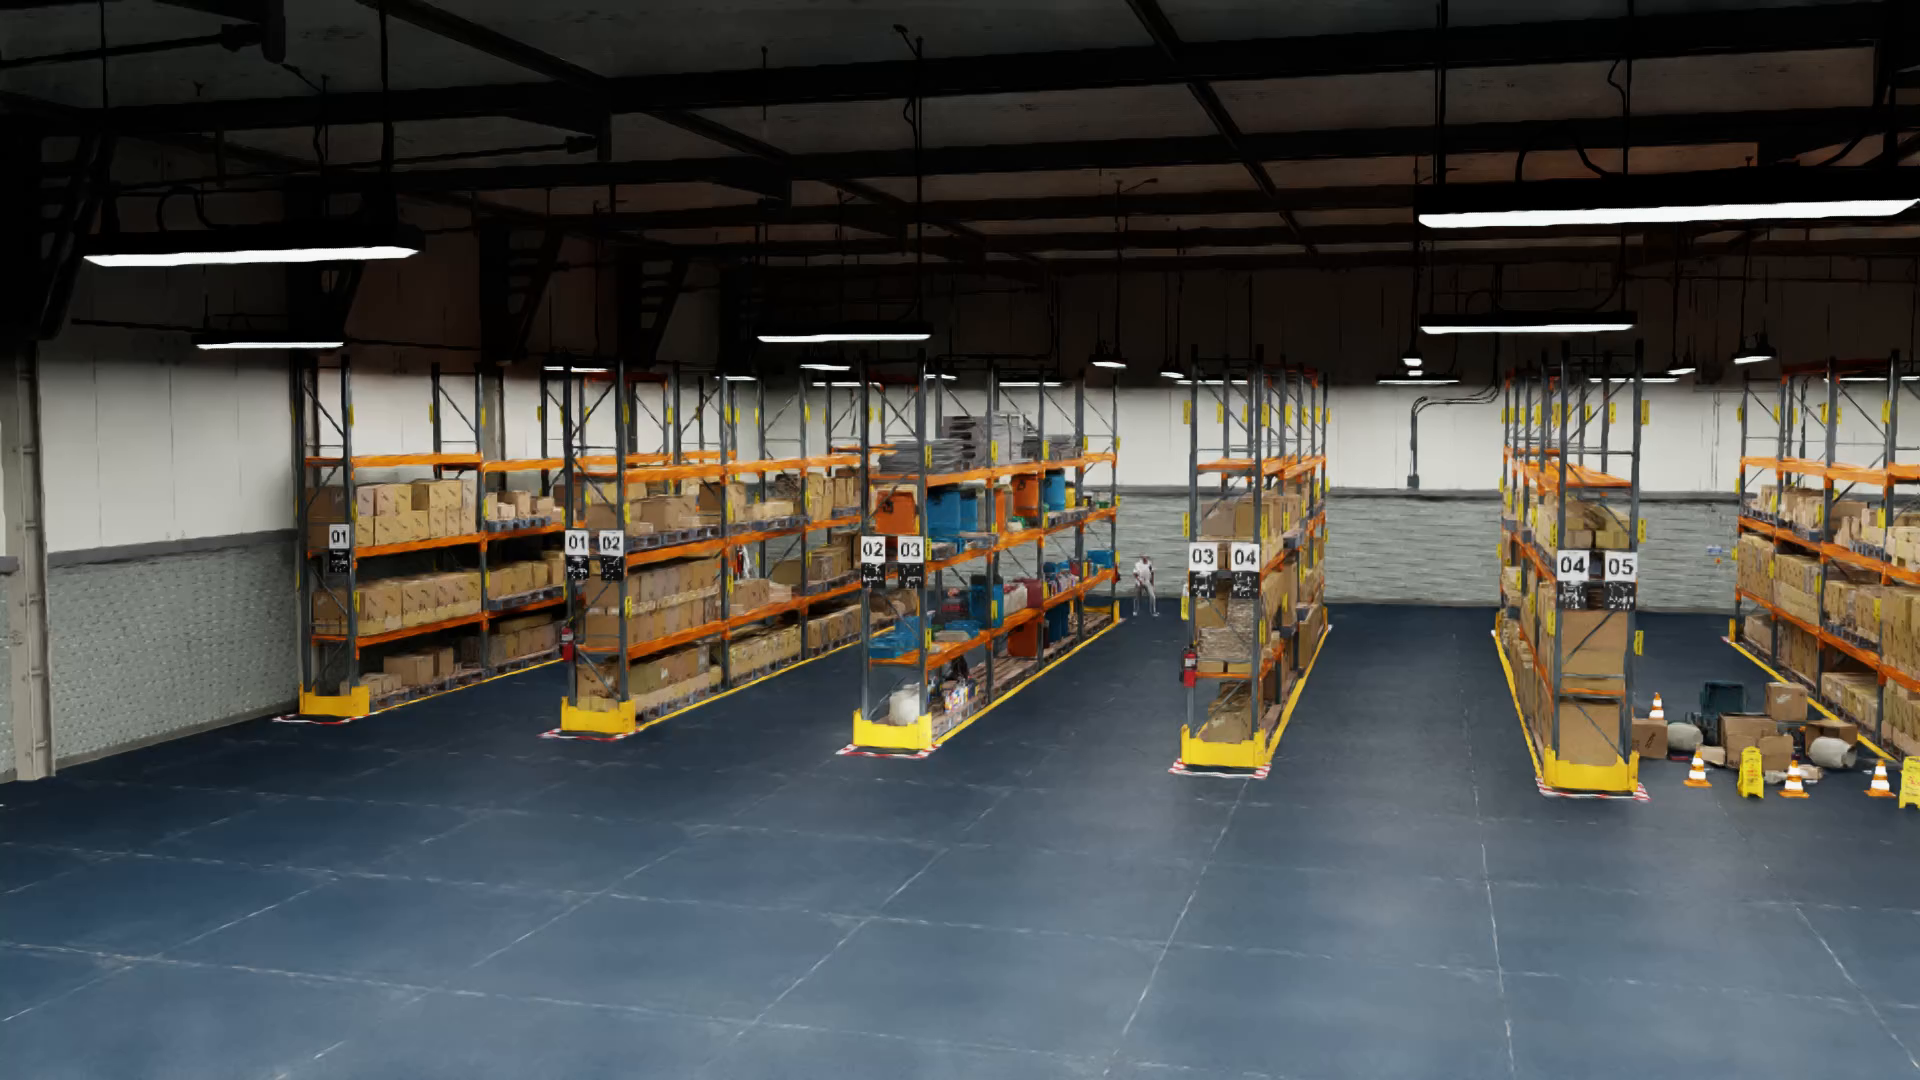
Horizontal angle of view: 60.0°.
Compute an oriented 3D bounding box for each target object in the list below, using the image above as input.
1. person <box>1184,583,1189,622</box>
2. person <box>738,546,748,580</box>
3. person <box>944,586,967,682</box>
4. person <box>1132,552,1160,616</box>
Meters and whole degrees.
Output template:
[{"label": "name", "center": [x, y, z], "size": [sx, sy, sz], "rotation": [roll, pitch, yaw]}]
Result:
[{"label": "person", "center": [5.133, 1.546, 36.338], "size": [0.453, 1.289, 0.883], "rotation": [1, 4, 17]}, {"label": "person", "center": [-5.869, 0.920, 44.186], "size": [0.668, 1.547, 0.454], "rotation": [-4, 6, -43]}, {"label": "person", "center": [-0.066, 1.695, 30.021], "size": [0.478, 1.720, 0.585], "rotation": [1, 4, 7]}, {"label": "person", "center": [4.610, 1.085, 41.488], "size": [0.622, 1.606, 0.782], "rotation": [0, 4, -5]}]
